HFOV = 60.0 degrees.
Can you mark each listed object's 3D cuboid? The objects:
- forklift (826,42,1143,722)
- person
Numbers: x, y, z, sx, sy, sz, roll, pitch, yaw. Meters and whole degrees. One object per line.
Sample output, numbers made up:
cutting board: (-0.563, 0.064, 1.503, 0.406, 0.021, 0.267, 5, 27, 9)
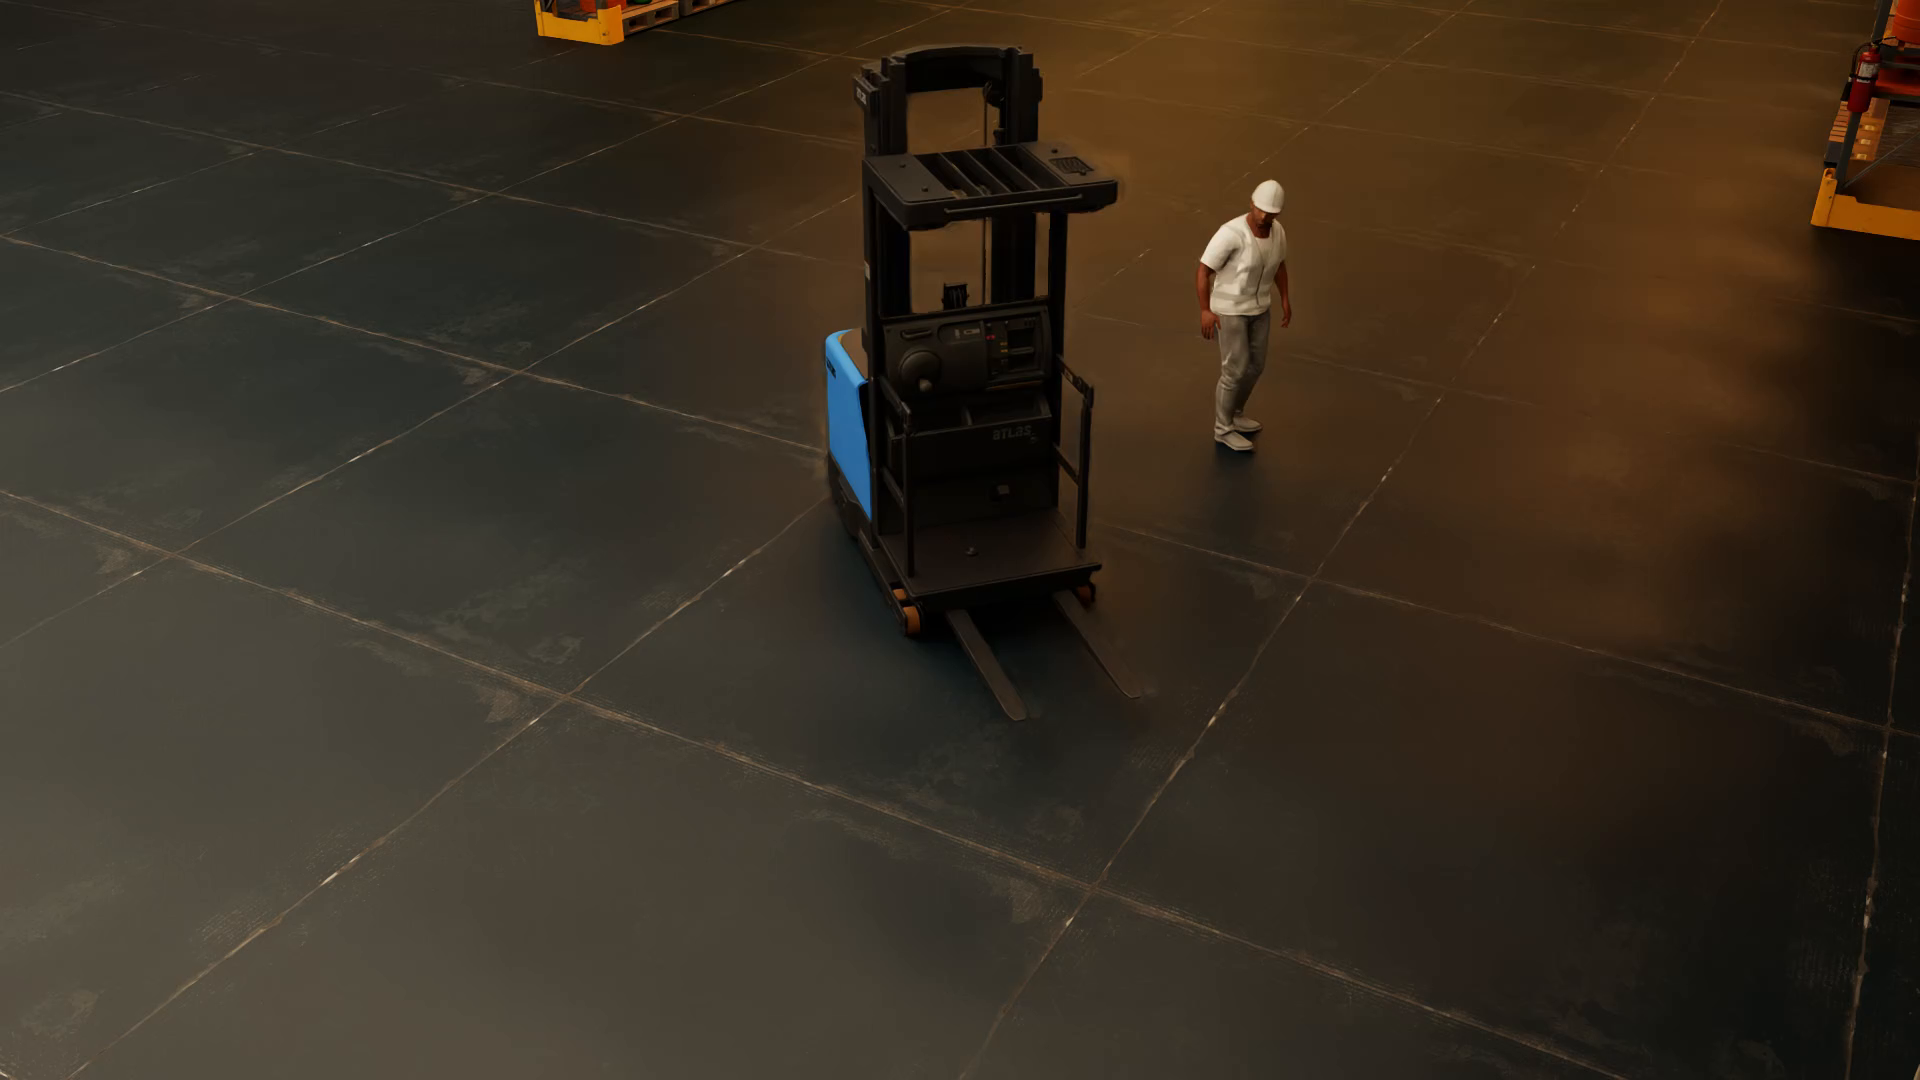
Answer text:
forklift: (0.116, -0.971, 8.752, 1.130, 2.935, 3.031, -9, 31, -16)
person: (1.886, -1.473, 10.805, 0.774, 1.752, 0.498, -22, 37, -33)
